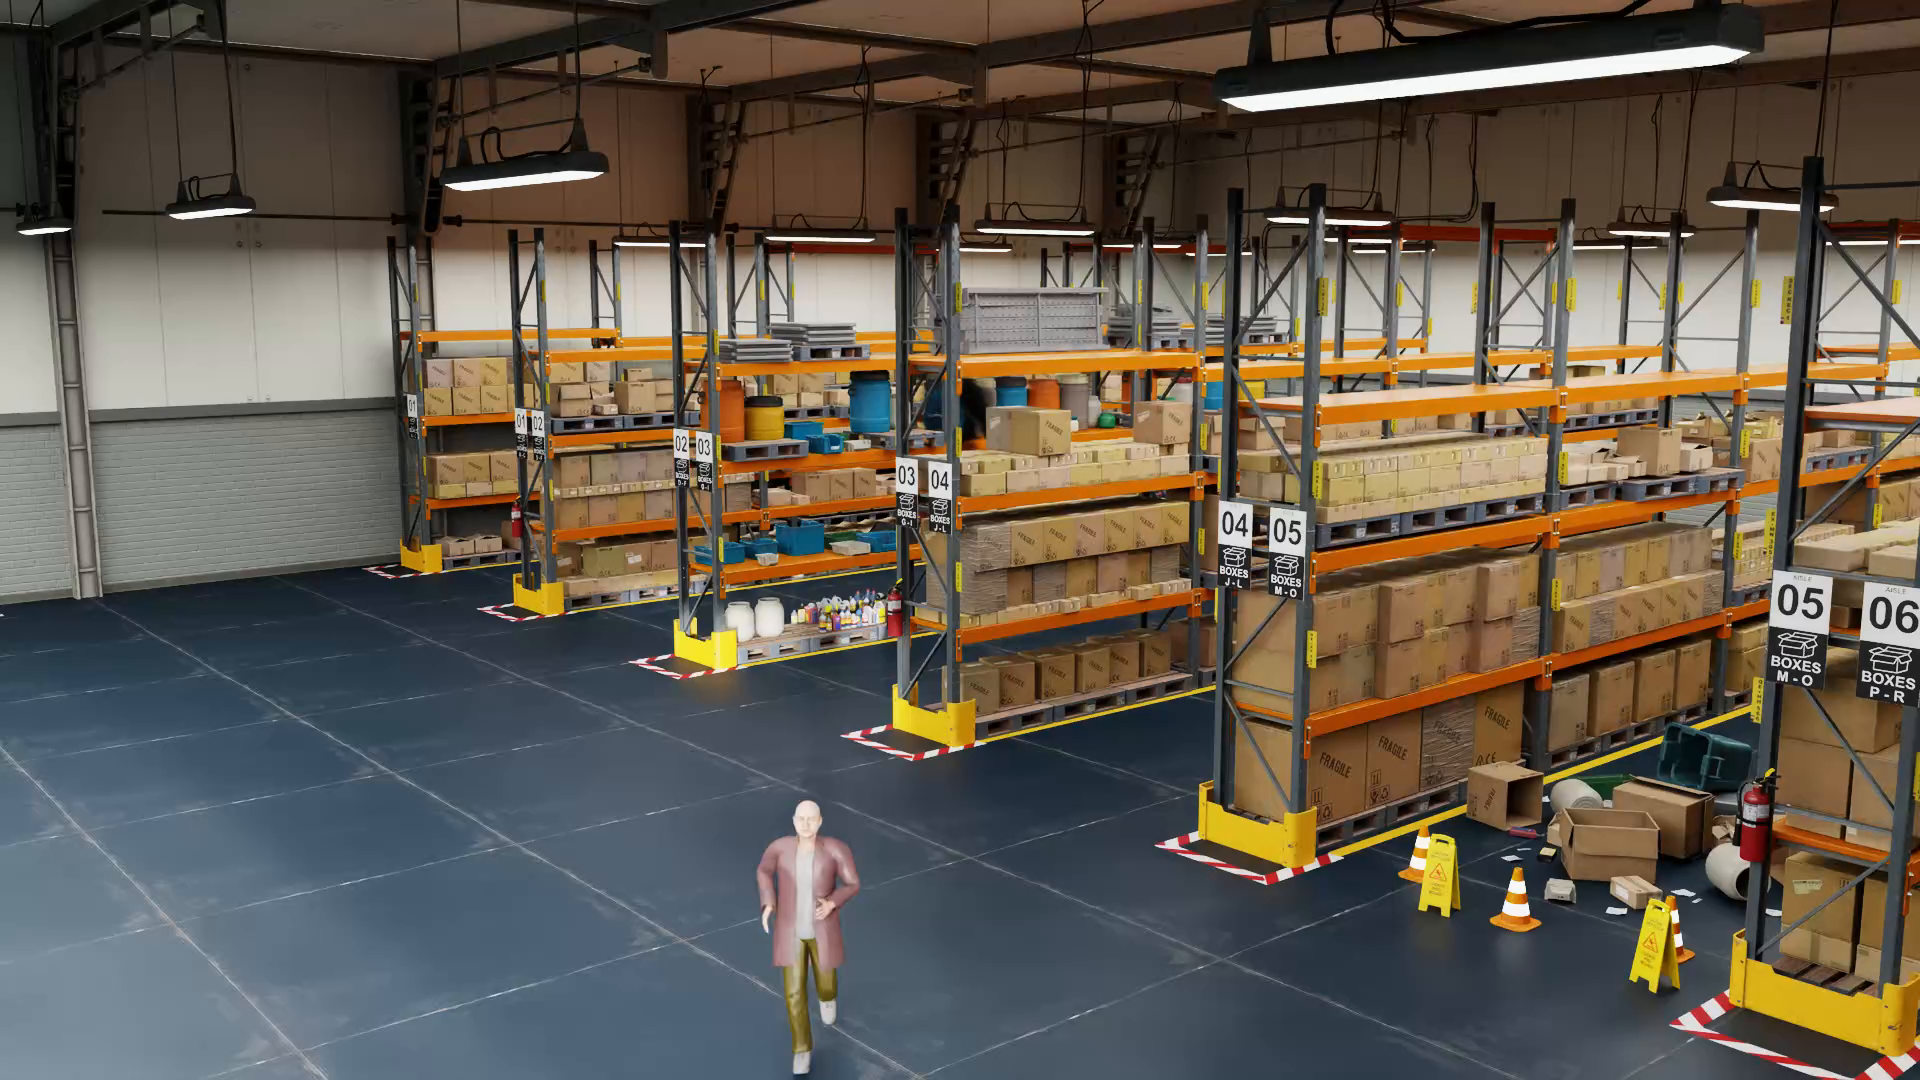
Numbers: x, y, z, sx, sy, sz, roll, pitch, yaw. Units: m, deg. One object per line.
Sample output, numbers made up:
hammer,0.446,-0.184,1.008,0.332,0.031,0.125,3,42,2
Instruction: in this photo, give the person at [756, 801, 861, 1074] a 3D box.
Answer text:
person,-1.027,2.605,11.181,0.720,1.745,0.897,0,9,1
